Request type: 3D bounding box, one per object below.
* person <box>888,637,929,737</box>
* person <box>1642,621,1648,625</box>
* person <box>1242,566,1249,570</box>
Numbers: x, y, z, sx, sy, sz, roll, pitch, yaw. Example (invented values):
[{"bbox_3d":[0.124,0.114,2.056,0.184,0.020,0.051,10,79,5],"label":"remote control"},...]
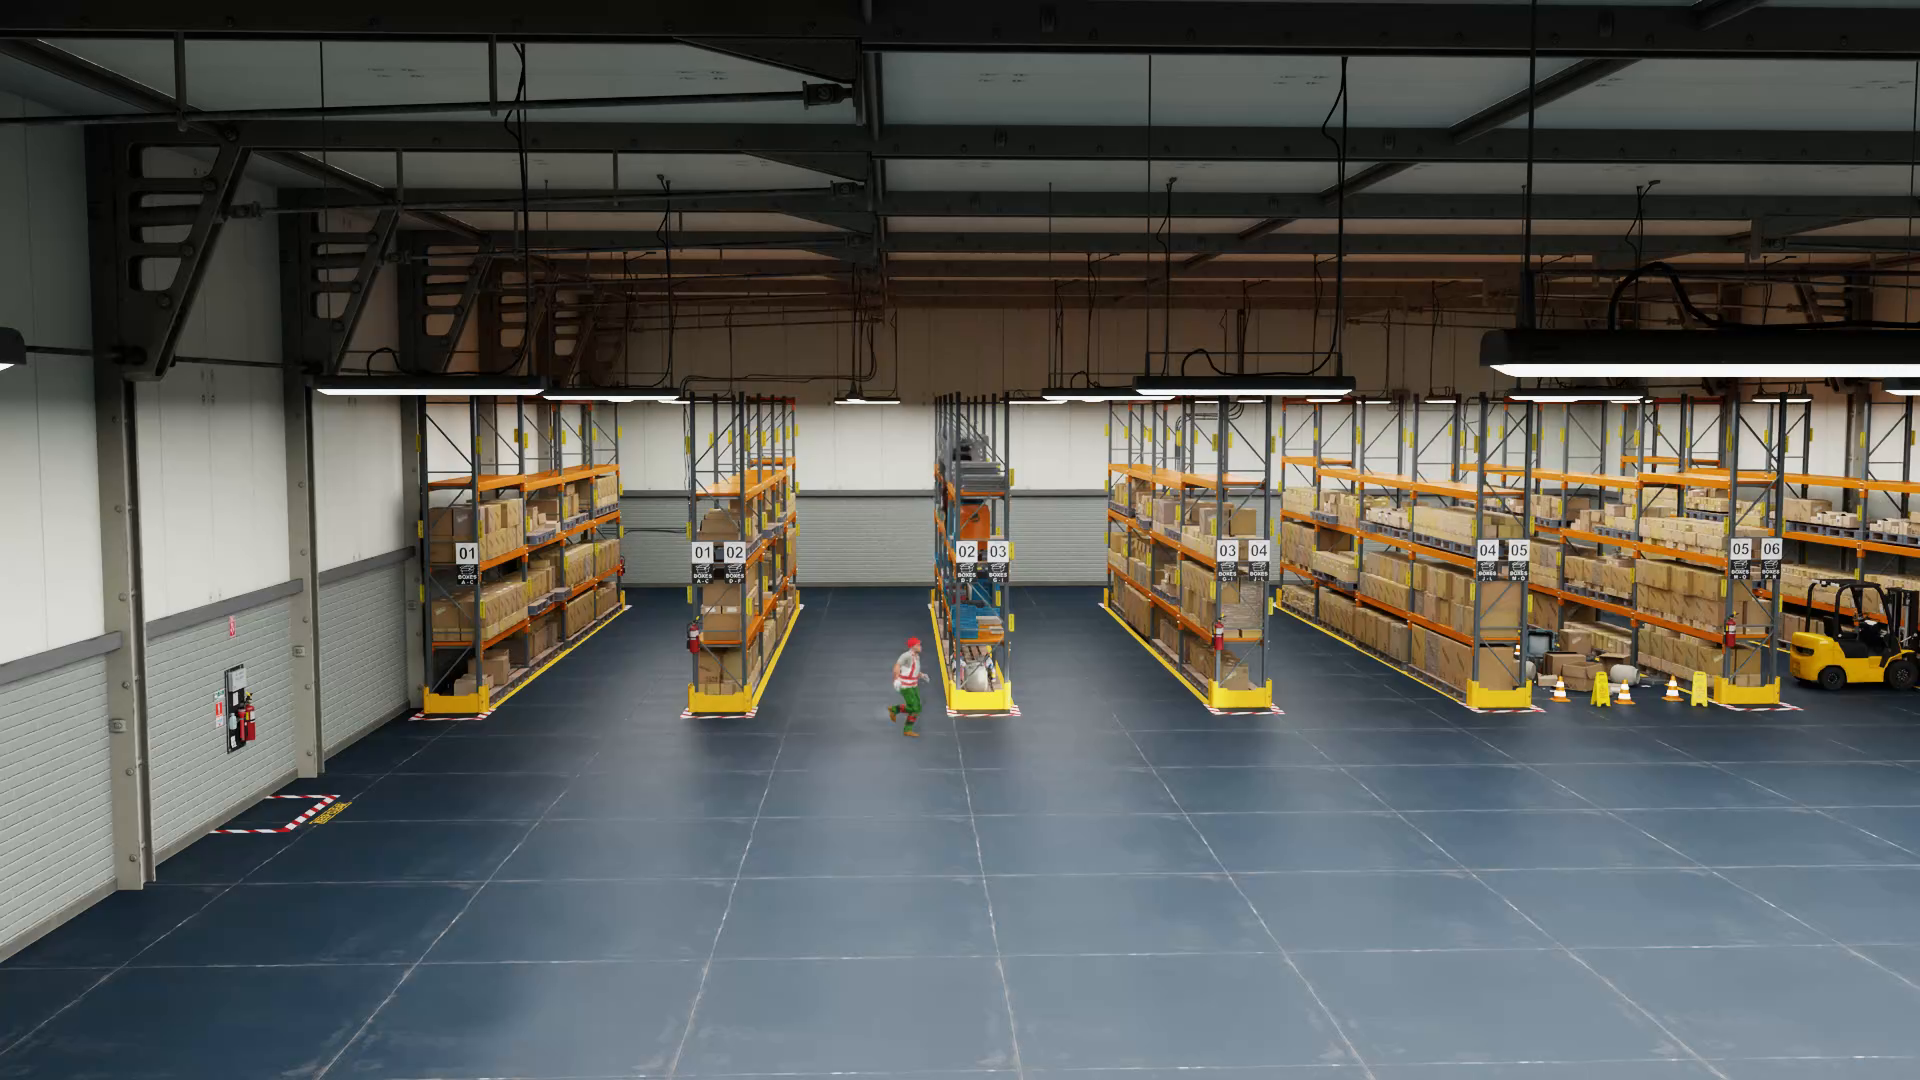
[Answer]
[{"bbox_3d":[-0.902,2.557,28.951,0.709,1.734,0.703,2,5,24],"label":"person"},{"bbox_3d":[16.955,1.612,40.683,0.641,1.681,0.730,-1,5,-9],"label":"person"},{"bbox_3d":[7.203,1.465,42.578,0.674,1.746,0.950,-1,5,-12],"label":"person"}]
